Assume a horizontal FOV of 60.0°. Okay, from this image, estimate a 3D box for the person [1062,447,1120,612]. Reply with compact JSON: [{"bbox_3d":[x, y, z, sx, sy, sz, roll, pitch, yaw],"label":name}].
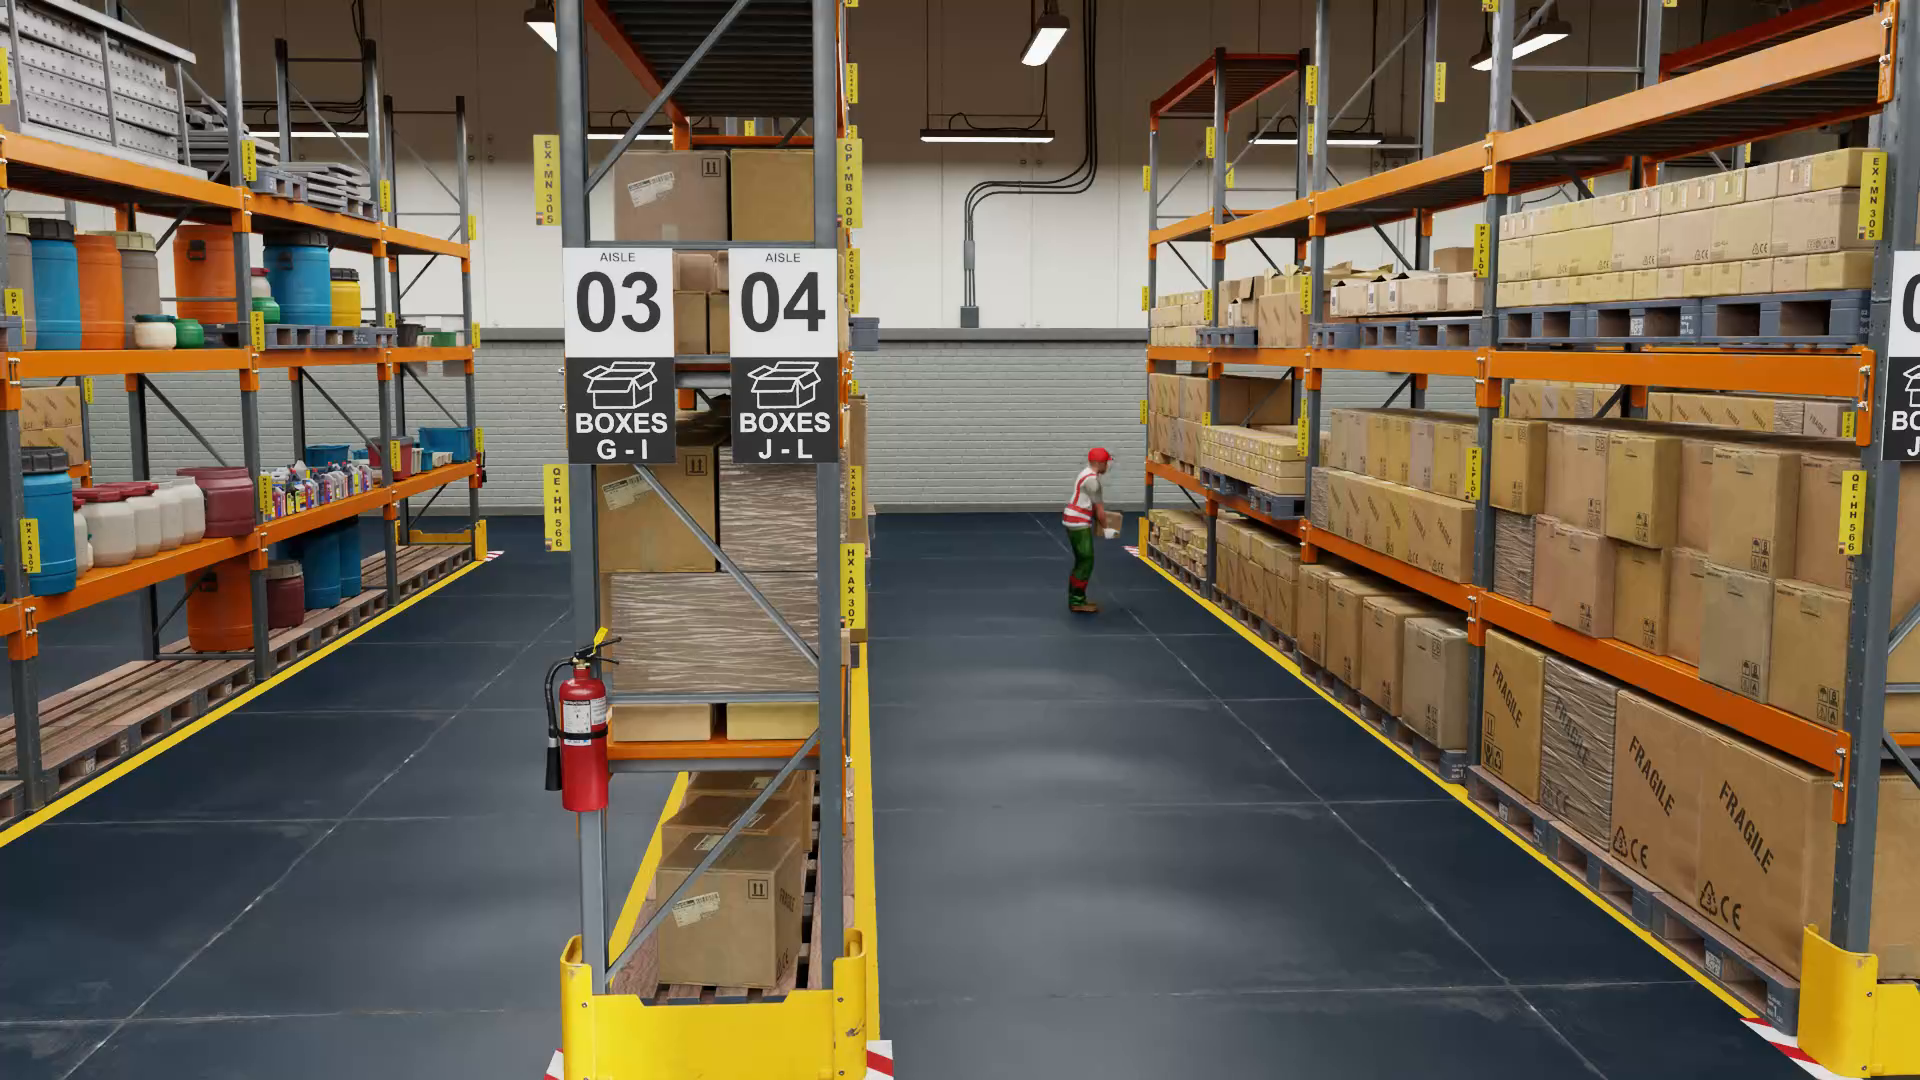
[{"bbox_3d":[1.398,-0.120,17.818,0.594,1.747,0.485,-1,7,-5],"label":"person"}]
